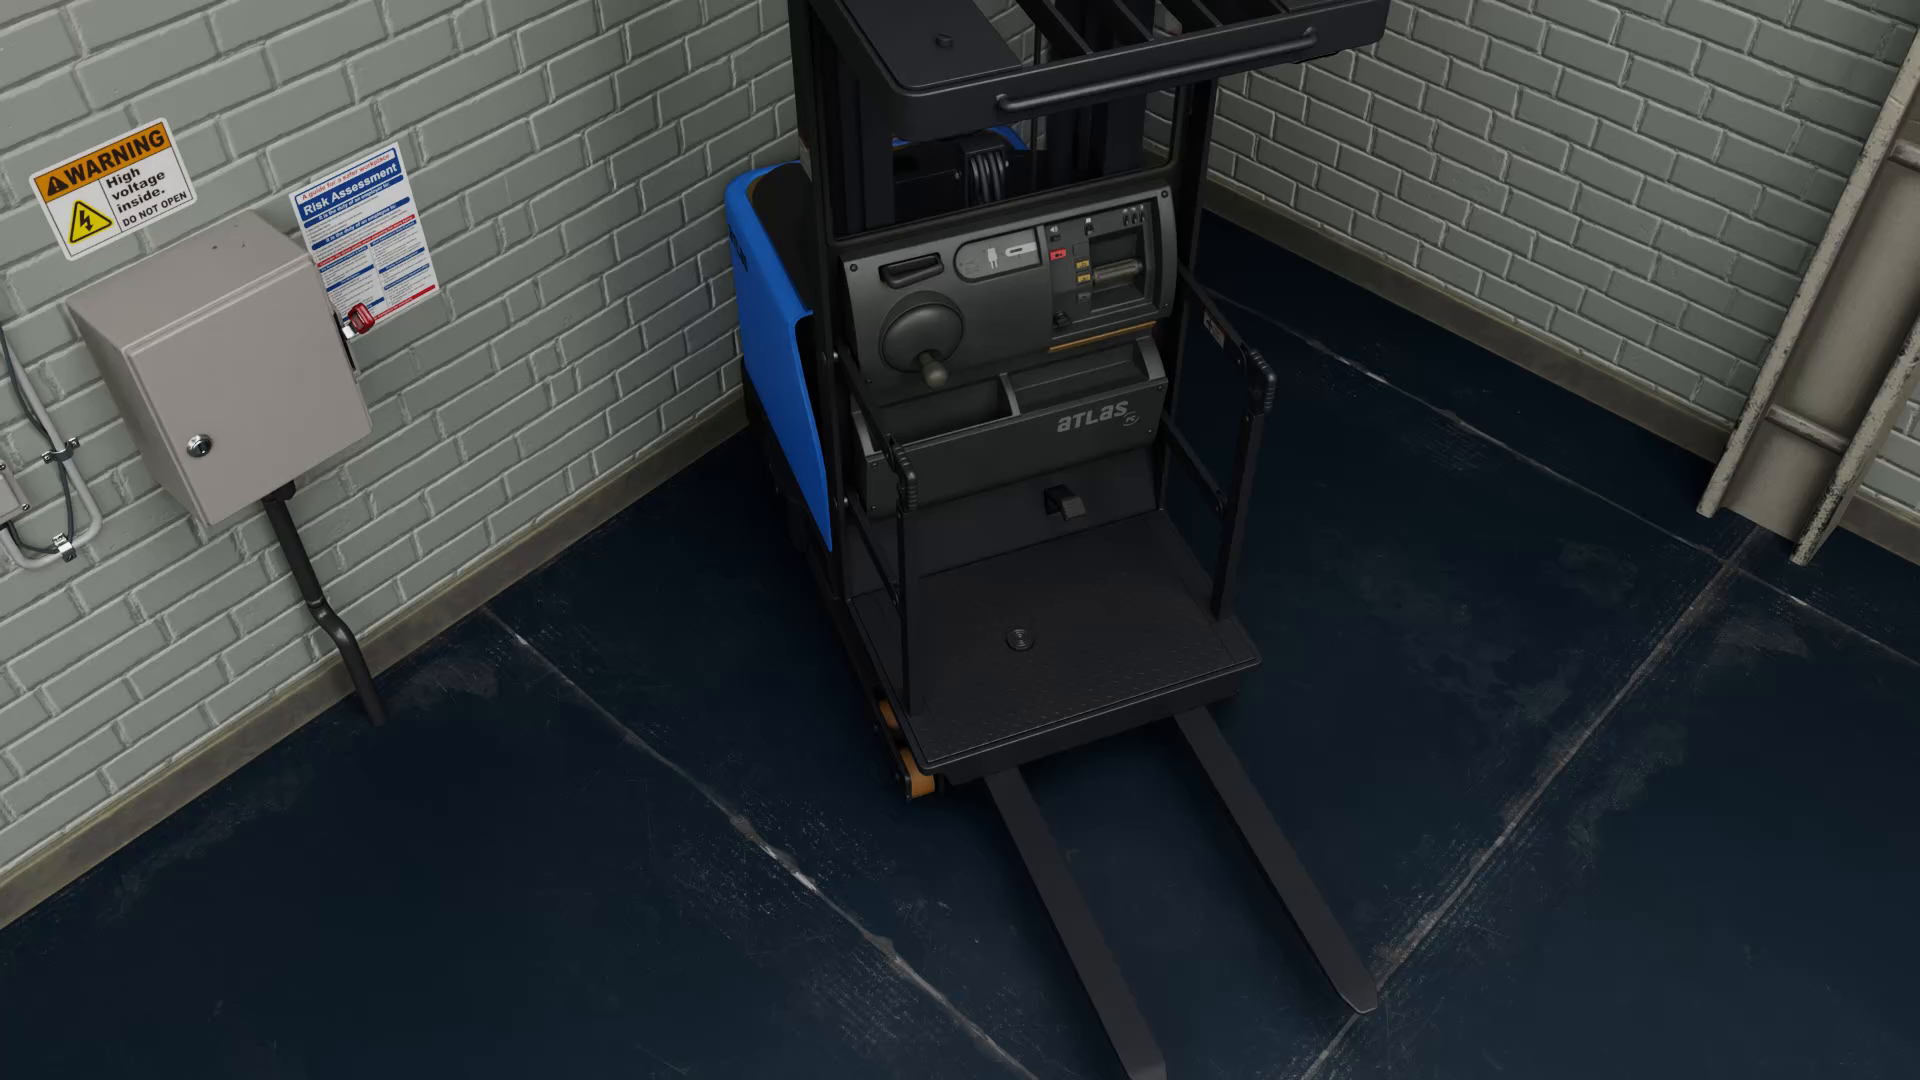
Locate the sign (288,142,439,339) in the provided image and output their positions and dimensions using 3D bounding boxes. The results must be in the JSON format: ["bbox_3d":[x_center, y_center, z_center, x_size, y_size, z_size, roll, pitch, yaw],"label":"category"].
[{"bbox_3d":[-1.605,-0.801,4.510,0.001,0.494,0.329,34,55,28],"label":"sign"}]

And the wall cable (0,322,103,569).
[{"bbox_3d":[-2.366,-0.527,3.490,0.122,1.984,0.588,34,55,28],"label":"wall cable"}]

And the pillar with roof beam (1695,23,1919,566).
[{"bbox_3d":[-0.086,-0.862,0.387,0.400,9.000,9.100,34,55,28],"label":"pillar with roof beam"}]

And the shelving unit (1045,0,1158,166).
[{"bbox_3d":[0.079,-1.376,5.976,1.083,1.500,0.587,33,51,30],"label":"shelving unit"}]

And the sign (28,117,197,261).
[{"bbox_3d":[-1.978,-0.822,3.898,0.001,0.242,0.339,34,55,28],"label":"sign"}]

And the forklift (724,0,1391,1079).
[{"bbox_3d":[0.227,-0.580,4.284,1.130,2.935,3.031,-16,49,-14],"label":"forklift"}]

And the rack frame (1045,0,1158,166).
[{"bbox_3d":[0.454,-1.134,5.715,0.032,1.500,0.500,33,51,30],"label":"rack frame"}]

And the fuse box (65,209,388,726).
[{"bbox_3d":[-1.788,-0.026,4.600,0.414,1.711,0.539,34,55,28],"label":"fuse box"}]
